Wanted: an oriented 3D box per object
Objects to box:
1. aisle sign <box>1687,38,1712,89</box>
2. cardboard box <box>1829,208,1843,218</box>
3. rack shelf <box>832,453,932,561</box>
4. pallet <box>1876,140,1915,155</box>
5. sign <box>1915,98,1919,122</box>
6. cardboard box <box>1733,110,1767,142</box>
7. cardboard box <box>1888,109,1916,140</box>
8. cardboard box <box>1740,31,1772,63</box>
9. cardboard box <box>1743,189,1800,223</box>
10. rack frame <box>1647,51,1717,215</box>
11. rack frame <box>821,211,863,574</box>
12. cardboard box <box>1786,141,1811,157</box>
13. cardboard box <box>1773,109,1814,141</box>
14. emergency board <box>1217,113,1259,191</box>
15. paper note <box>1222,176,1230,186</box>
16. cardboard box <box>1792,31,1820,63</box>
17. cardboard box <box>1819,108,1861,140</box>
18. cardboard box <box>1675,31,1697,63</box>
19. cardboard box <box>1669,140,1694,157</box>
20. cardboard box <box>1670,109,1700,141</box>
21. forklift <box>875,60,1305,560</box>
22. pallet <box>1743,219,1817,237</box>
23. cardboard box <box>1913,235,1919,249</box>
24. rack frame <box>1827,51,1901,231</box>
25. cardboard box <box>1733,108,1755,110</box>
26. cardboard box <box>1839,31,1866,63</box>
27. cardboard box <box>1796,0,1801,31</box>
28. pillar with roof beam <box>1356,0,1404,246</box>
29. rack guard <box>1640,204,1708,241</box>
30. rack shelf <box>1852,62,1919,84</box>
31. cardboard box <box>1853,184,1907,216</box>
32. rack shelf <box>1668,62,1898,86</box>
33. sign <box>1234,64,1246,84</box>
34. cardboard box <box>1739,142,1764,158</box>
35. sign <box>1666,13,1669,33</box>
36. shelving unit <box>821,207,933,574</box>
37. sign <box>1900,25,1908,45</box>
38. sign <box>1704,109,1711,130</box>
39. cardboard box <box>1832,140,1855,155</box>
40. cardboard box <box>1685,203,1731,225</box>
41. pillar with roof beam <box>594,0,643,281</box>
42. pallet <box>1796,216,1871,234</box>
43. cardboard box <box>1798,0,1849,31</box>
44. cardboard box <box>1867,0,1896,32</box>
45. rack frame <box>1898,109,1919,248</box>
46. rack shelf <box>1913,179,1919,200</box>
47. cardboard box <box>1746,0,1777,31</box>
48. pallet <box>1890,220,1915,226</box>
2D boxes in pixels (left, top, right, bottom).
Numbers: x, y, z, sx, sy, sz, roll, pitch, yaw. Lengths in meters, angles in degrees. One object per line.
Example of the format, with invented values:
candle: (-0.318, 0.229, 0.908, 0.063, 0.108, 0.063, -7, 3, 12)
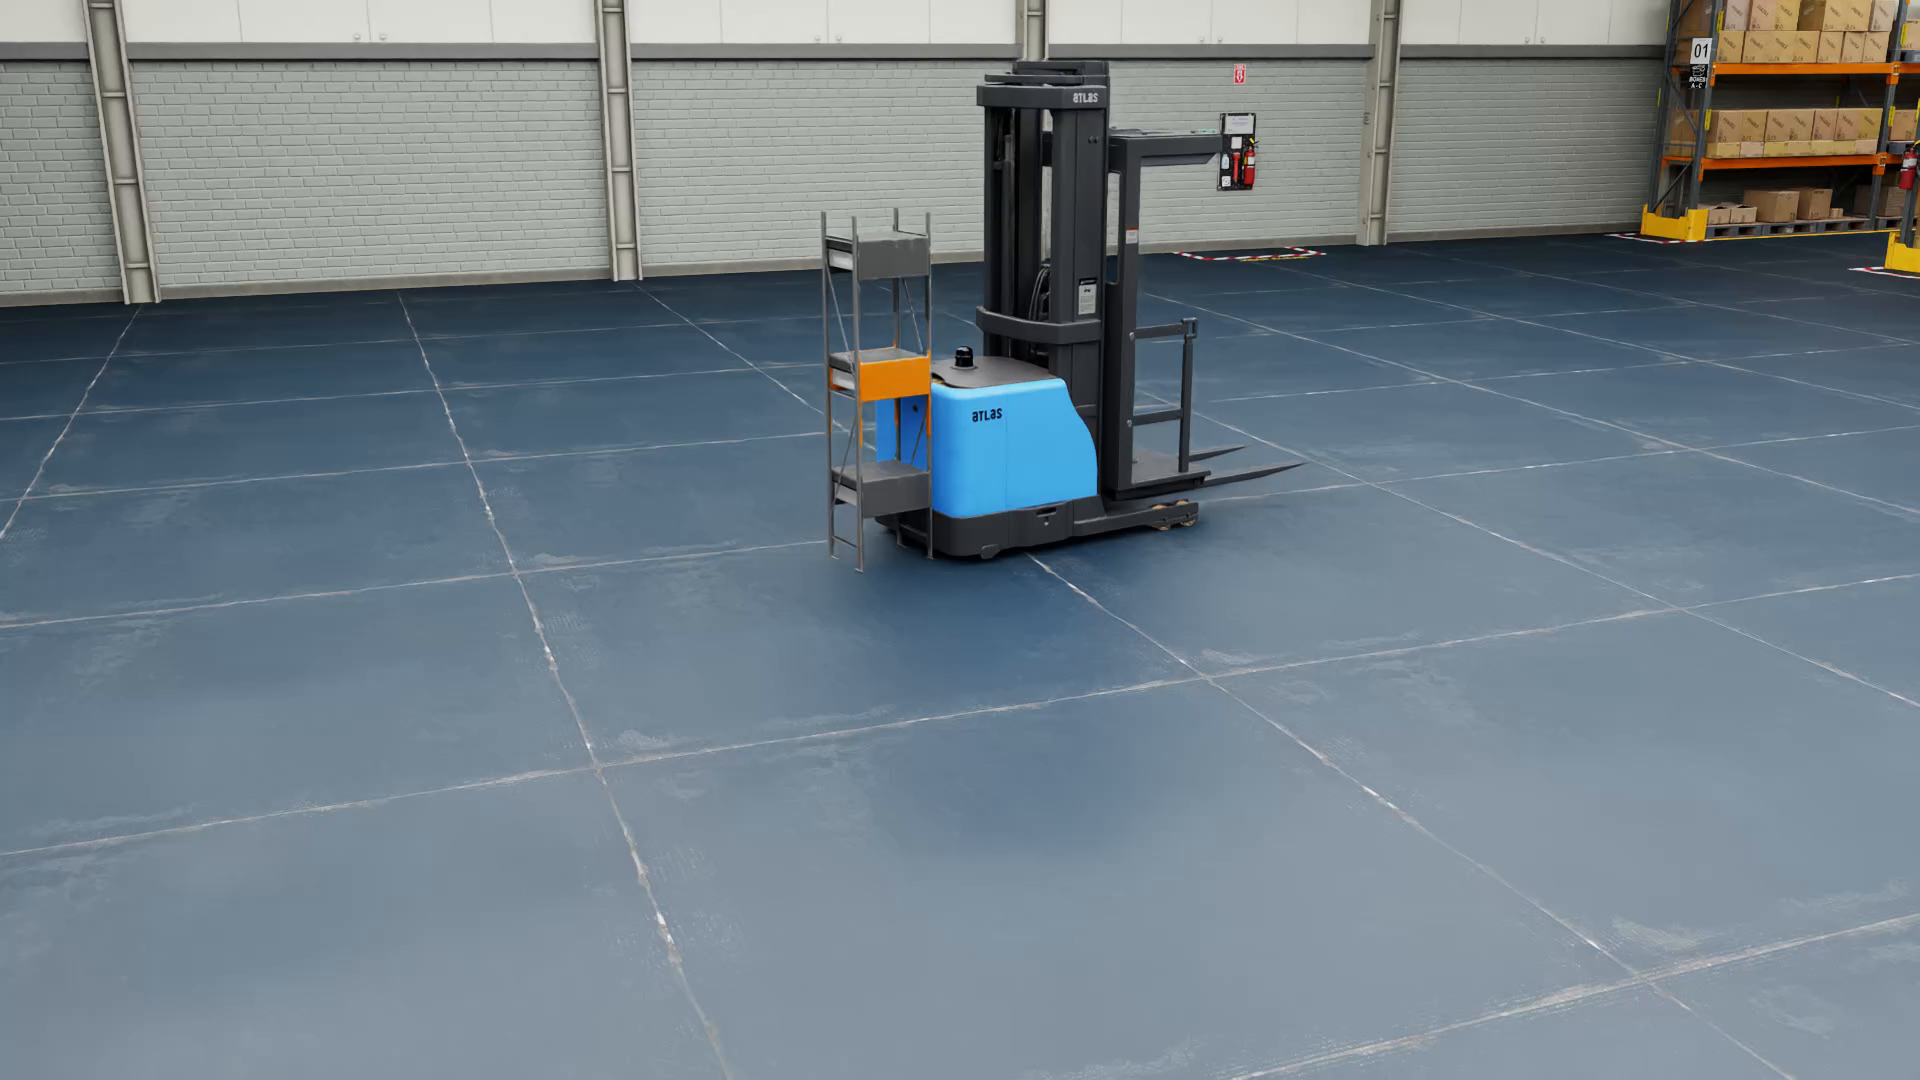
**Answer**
aisle sign: (11.938, -7.689, 26.845, 0.004, 0.787, 0.394, -6, 17, -20)
cardboard box: (15.144, -5.721, 29.005, 0.250, 0.166, 0.380, -9, 18, -27)
rack shelf: (-0.488, -0.207, 10.109, 0.480, 0.518, 0.431, -10, 19, -31)
pallet: (16.399, -6.878, 29.037, 1.213, 0.211, 1.003, -6, 17, -20)
sign: (13.493, -6.038, 23.362, 0.005, 0.325, 0.100, -6, 17, -20)
cardboard box: (12.916, -6.842, 27.473, 0.500, 0.500, 0.500, -6, 17, -20)
cardboard box: (16.120, -7.233, 28.946, 0.500, 0.500, 0.700, -6, 17, -20)
cardboard box: (12.814, -8.038, 27.108, 0.500, 0.500, 0.500, -5, 17, -16)
cardboard box: (13.811, -5.704, 28.355, 0.500, 0.500, 0.700, -7, 18, -24)
rack frame: (11.898, -6.528, 27.505, 0.127, 3.000, 1.000, -6, 17, -20)
rack frame: (-0.693, -0.854, 9.781, 0.015, 2.100, 0.400, -10, 19, -31)
cardboard box: (13.898, -6.588, 27.938, 0.500, 0.250, 0.500, -6, 17, -20)
cardboard box: (13.879, -6.947, 27.832, 0.500, 0.500, 0.500, -6, 17, -18)
emergency board: (4.318, -5.982, 25.646, 0.643, 1.169, 0.194, -6, 17, -20)
paper note: (4.128, -5.560, 25.771, 0.142, 0.148, 0.016, -6, 17, -20)
cardboard box: (13.790, -8.151, 27.493, 0.500, 0.500, 0.500, -5, 17, -17)
cardboard box: (14.838, -7.048, 28.175, 0.500, 0.500, 0.500, -6, 17, -20)
cardboard box: (12.197, -8.134, 27.435, 0.500, 0.500, 0.500, -5, 17, -16)
cardboard box: (12.265, -6.564, 27.857, 0.500, 0.250, 0.500, -6, 17, -19)
cardboard box: (12.262, -6.929, 27.770, 0.500, 0.500, 0.500, -6, 18, -21)
forklift: (0.965, -1.581, 10.780, 3.031, 2.935, 1.130, -10, 19, -31)
pallet: (13.877, -5.392, 28.586, 1.213, 0.211, 1.003, -6, 17, -20)
cardboard box: (14.069, -4.239, 23.845, 0.500, 0.250, 0.500, -6, 17, -20)
rack frame: (15.633, -6.931, 28.878, 0.127, 3.000, 1.000, -6, 17, -20)
cardboard box: (13.217, -7.030, 28.115, 0.500, 0.500, 0.500, -7, 18, -22)
cardboard box: (14.773, -8.265, 27.881, 0.500, 0.500, 0.500, -8, 18, -25)
cardboard box: (13.653, -8.767, 27.819, 0.500, 0.500, 0.500, -6, 17, -20)
pillar with roof beam: (8.180, -7.967, 21.758, 0.400, 9.000, 9.100, -6, 17, -20)
rack guard: (11.969, -5.336, 27.883, 0.348, 0.500, 1.175, -6, 17, -20)
rack shelf: (17.501, -8.227, 29.243, 4.000, 0.370, 1.077, -6, 17, -20)
cardboard box: (16.314, -6.022, 29.436, 0.500, 0.500, 0.700, -6, 17, -18)
rack shelf: (13.765, -7.824, 27.870, 4.000, 0.370, 1.077, -6, 17, -20)
sign: (4.275, -7.120, 25.406, 0.199, 0.298, 0.001, -6, 17, -20)
cardboard box: (12.947, -6.487, 27.597, 0.500, 0.250, 0.500, -7, 18, -22)
sign: (11.718, -8.540, 27.461, 0.005, 0.325, 0.100, -6, 17, -20)
shelving unit: (-0.488, -0.892, 9.908, 0.503, 2.100, 0.431, -10, 19, -31)
sign: (15.834, -8.477, 27.899, 0.005, 0.325, 0.100, -6, 17, -20)
sign: (12.092, -6.801, 26.897, 0.005, 0.325, 0.100, -6, 17, -20)
cardboard box: (14.831, -6.693, 28.298, 0.500, 0.250, 0.500, -6, 17, -20)
cardboard box: (12.576, -5.495, 27.978, 0.500, 0.311, 0.500, -8, 18, -26)
pillar with roof beam: (-3.026, -6.757, 17.638, 0.400, 9.000, 9.100, -6, 17, -20)
pallet: (15.019, -5.516, 29.009, 1.213, 0.211, 1.003, -6, 17, -20)
cardboard box: (14.270, -8.673, 27.496, 0.500, 0.500, 0.500, -7, 18, -22)
cardboard box: (15.262, -8.786, 27.883, 0.500, 0.500, 0.500, -8, 18, -25)
rack frame: (13.674, -5.225, 23.068, 0.127, 3.000, 1.000, -6, 17, -20)
rack shelf: (15.541, -5.082, 23.856, 4.000, 0.370, 1.077, -6, 17, -20)
cardboard box: (12.831, -8.517, 26.966, 0.500, 0.500, 0.500, -6, 18, -21)
pallet: (17.501, -5.796, 29.962, 1.213, 0.211, 1.003, -6, 17, -20)
